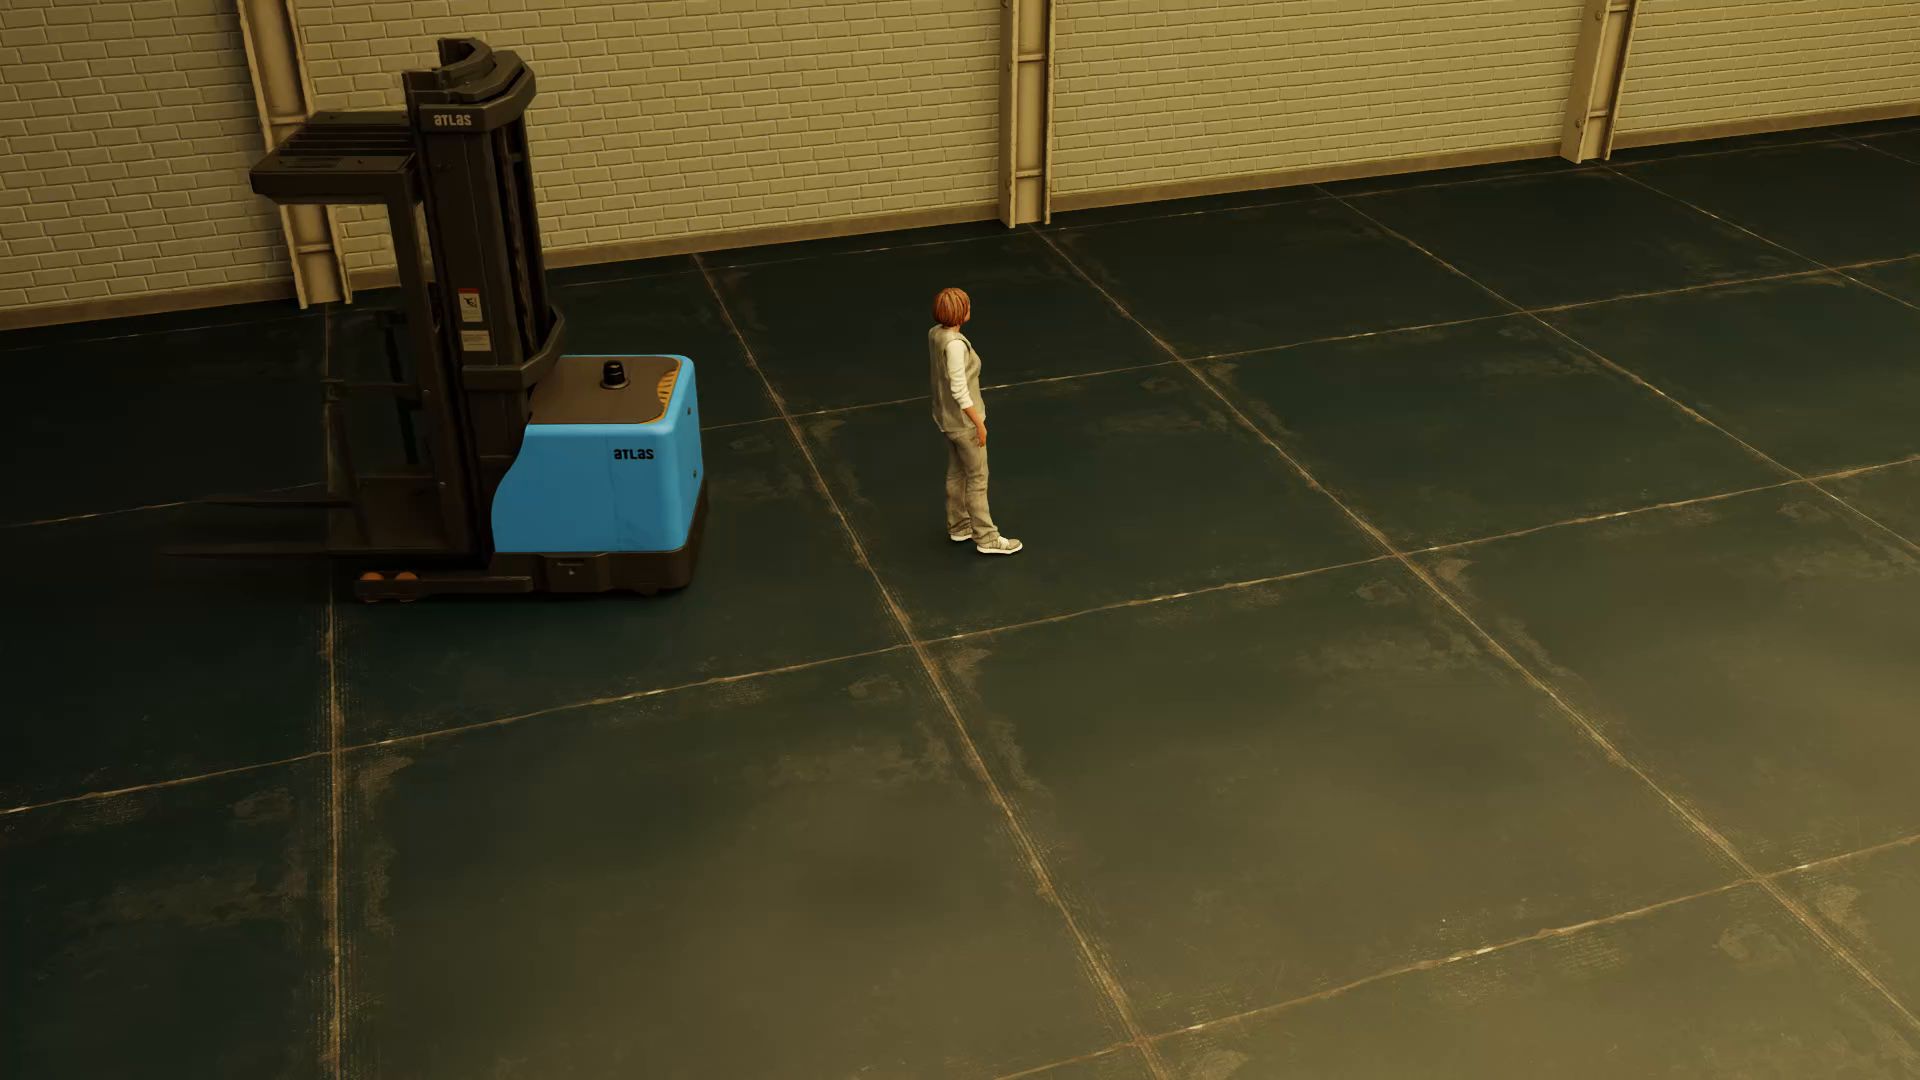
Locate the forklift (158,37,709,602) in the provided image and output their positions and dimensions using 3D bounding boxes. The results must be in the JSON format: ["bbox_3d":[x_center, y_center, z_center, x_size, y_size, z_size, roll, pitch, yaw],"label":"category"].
[{"bbox_3d":[-3.054,-1.184,9.144,3.031,2.935,1.130,0,30,-1],"label":"forklift"}]

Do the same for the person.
[{"bbox_3d":[0.074,-0.704,9.633,0.475,1.596,0.521,-10,31,-16],"label":"person"}]
